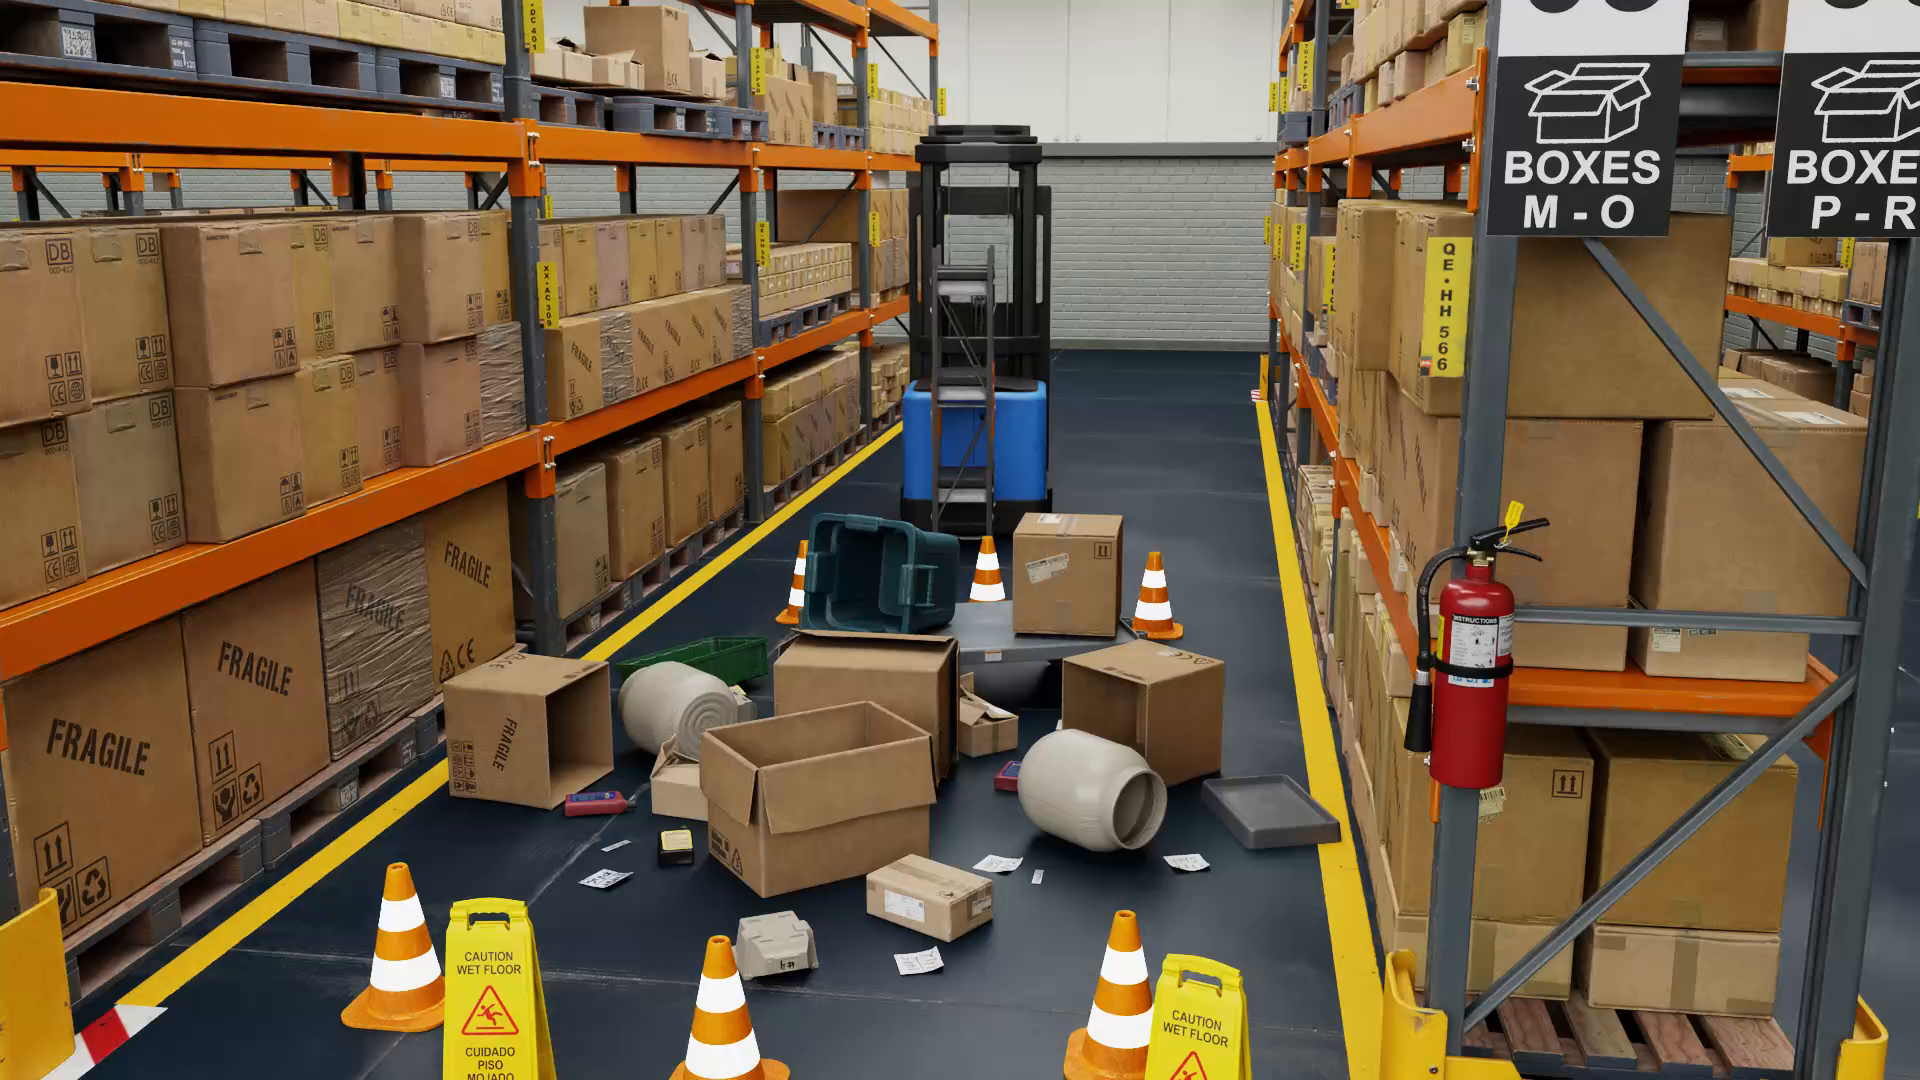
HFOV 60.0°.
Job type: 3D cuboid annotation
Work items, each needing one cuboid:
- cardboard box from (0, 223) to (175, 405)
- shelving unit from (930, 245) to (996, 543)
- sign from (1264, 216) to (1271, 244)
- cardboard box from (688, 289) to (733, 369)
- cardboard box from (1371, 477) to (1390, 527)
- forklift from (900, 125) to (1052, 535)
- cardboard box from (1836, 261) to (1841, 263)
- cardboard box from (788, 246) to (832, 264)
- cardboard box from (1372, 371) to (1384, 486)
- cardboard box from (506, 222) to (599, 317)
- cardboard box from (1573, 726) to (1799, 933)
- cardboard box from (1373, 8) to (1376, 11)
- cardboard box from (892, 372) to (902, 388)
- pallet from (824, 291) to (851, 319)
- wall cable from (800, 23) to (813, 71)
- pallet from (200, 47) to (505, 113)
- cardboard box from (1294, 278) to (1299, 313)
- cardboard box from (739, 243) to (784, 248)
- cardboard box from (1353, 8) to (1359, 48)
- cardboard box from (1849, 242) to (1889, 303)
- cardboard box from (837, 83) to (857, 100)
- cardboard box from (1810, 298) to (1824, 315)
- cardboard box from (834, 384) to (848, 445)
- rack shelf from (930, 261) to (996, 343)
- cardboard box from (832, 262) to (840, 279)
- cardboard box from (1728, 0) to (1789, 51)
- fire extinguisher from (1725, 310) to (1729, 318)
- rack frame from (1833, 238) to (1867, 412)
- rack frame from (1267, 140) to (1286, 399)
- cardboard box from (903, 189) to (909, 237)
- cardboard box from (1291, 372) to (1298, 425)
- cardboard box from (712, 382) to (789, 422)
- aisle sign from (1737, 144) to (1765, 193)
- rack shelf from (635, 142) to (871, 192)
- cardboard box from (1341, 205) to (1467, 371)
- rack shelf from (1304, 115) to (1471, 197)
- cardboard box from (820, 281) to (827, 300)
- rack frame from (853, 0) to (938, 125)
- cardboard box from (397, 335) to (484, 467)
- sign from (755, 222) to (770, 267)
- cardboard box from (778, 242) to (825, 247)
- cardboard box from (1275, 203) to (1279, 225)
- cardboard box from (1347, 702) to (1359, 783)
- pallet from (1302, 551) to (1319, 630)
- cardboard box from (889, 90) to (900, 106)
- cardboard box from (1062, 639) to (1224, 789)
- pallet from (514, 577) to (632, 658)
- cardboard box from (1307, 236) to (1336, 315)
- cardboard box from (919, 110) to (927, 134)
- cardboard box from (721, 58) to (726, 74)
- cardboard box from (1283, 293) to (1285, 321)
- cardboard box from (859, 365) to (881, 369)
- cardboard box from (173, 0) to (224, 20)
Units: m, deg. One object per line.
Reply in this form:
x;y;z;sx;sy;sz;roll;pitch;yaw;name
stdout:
-3.130;-0.738;5.378;0.875;0.550;0.550;2;12;9;cardboard box
0.026;-0.950;11.419;0.431;2.100;0.503;1;12;2;shelving unit
3.601;-3.616;19.407;0.100;0.325;0.005;2;12;9;sign
-1.870;-1.451;11.369;0.500;0.500;0.500;2;12;9;cardboard box
1.721;-0.139;6.115;0.380;0.149;0.250;2;12;8;cardboard box
0.164;-1.731;13.067;1.130;2.935;3.031;1;12;2;forklift
9.165;-2.835;17.677;0.500;0.250;0.500;2;12;9;cardboard box
-1.364;-2.560;14.941;0.380;0.149;0.250;2;12;8;cardboard box
1.758;-0.433;5.939;0.500;0.500;0.500;2;12;9;cardboard box
-2.456;-1.524;9.335;0.700;0.500;0.500;2;12;8;cardboard box
2.088;0.805;4.890;0.500;0.500;0.500;1;12;7;cardboard box
1.871;-2.205;6.689;0.380;0.149;0.250;1;12;7;cardboard box
-0.838;-1.734;17.983;0.380;0.149;0.250;2;12;8;cardboard box
-1.635;-2.193;15.504;1.003;0.211;1.213;2;12;9;pallet
-1.368;-9.026;24.880;2.277;5.999;0.120;2;12;9;wall cable
-2.740;-2.029;7.378;1.003;0.211;1.213;2;12;9;pallet
2.817;-1.856;12.655;0.500;0.250;0.500;2;12;7;cardboard box
-1.888;-2.747;15.809;0.380;0.149;0.250;3;12;12;cardboard box
2.401;-2.817;8.997;0.500;0.250;0.500;2;12;10;cardboard box
8.143;-2.302;14.323;0.700;0.500;0.500;2;12;10;cardboard box
-1.089;-4.326;16.050;0.380;0.149;0.250;2;12;8;cardboard box
8.273;-2.203;15.693;0.380;0.149;0.250;2;12;10;cardboard box
-1.317;-1.155;15.171;0.500;0.500;0.500;2;12;7;cardboard box
0.026;-1.621;11.275;0.431;0.518;0.480;1;12;2;rack shelf
-1.320;-2.473;15.244;0.380;0.149;0.250;2;12;11;cardboard box
2.060;-1.206;3.945;0.380;0.149;0.250;2;12;9;cardboard box
8.620;-2.800;18.934;0.296;0.674;0.183;2;12;9;fire extinguisher
8.439;-2.142;14.811;1.000;3.000;0.127;2;12;9;rack frame
4.149;-3.134;19.418;1.000;3.000;0.127;2;12;9;rack frame
-0.810;-3.529;17.933;0.500;0.500;0.500;1;12;7;cardboard box
3.736;-1.382;16.370;0.875;0.438;0.875;2;12;8;cardboard box
-1.643;-1.094;13.107;0.500;0.250;0.500;1;12;6;cardboard box
8.774;-4.269;18.511;0.394;0.787;0.004;2;12;9;aisle sign
-1.681;-3.139;14.029;1.077;0.370;4.000;2;12;9;rack shelf
1.613;-0.815;5.338;0.700;0.500;0.500;2;12;8;cardboard box
2.611;-2.167;9.518;1.077;0.370;4.000;2;12;9;rack shelf
-1.394;-2.218;14.766;0.380;0.149;0.250;1;12;6;cardboard box
-0.758;-6.206;19.432;1.000;3.000;0.127;2;12;9;rack frame
-2.711;-0.657;7.565;0.875;0.550;0.550;2;12;9;cardboard box
-1.439;-2.157;12.135;0.100;0.325;0.005;2;12;9;sign
-1.578;-2.745;16.668;0.500;0.500;0.500;2;12;9;cardboard box
3.649;-3.366;17.883;0.500;0.500;0.500;2;12;8;cardboard box
1.796;0.838;6.513;0.500;0.250;0.500;2;12;8;cardboard box
2.607;0.310;10.055;1.003;0.211;1.213;2;12;9;pallet
-0.840;-4.598;17.313;0.380;0.149;0.250;3;12;11;cardboard box
0.794;0.763;7.259;0.500;0.500;0.500;-10;16;-40;cardboard box
-2.559;0.424;9.524;1.003;0.211;1.213;2;12;9;pallet
2.620;-1.783;11.204;0.500;0.500;0.500;2;12;7;cardboard box
-0.655;-4.701;18.734;0.500;0.250;0.500;2;12;7;cardboard box
-2.005;-3.859;13.605;0.396;0.266;0.258;2;12;9;cardboard box
3.127;-2.038;14.684;0.500;0.250;0.500;2;12;7;cardboard box
-1.024;-1.718;17.205;0.380;0.149;0.250;2;12;8;cardboard box
-2.694;-1.812;5.524;0.380;0.149;0.250;2;12;9;cardboard box
